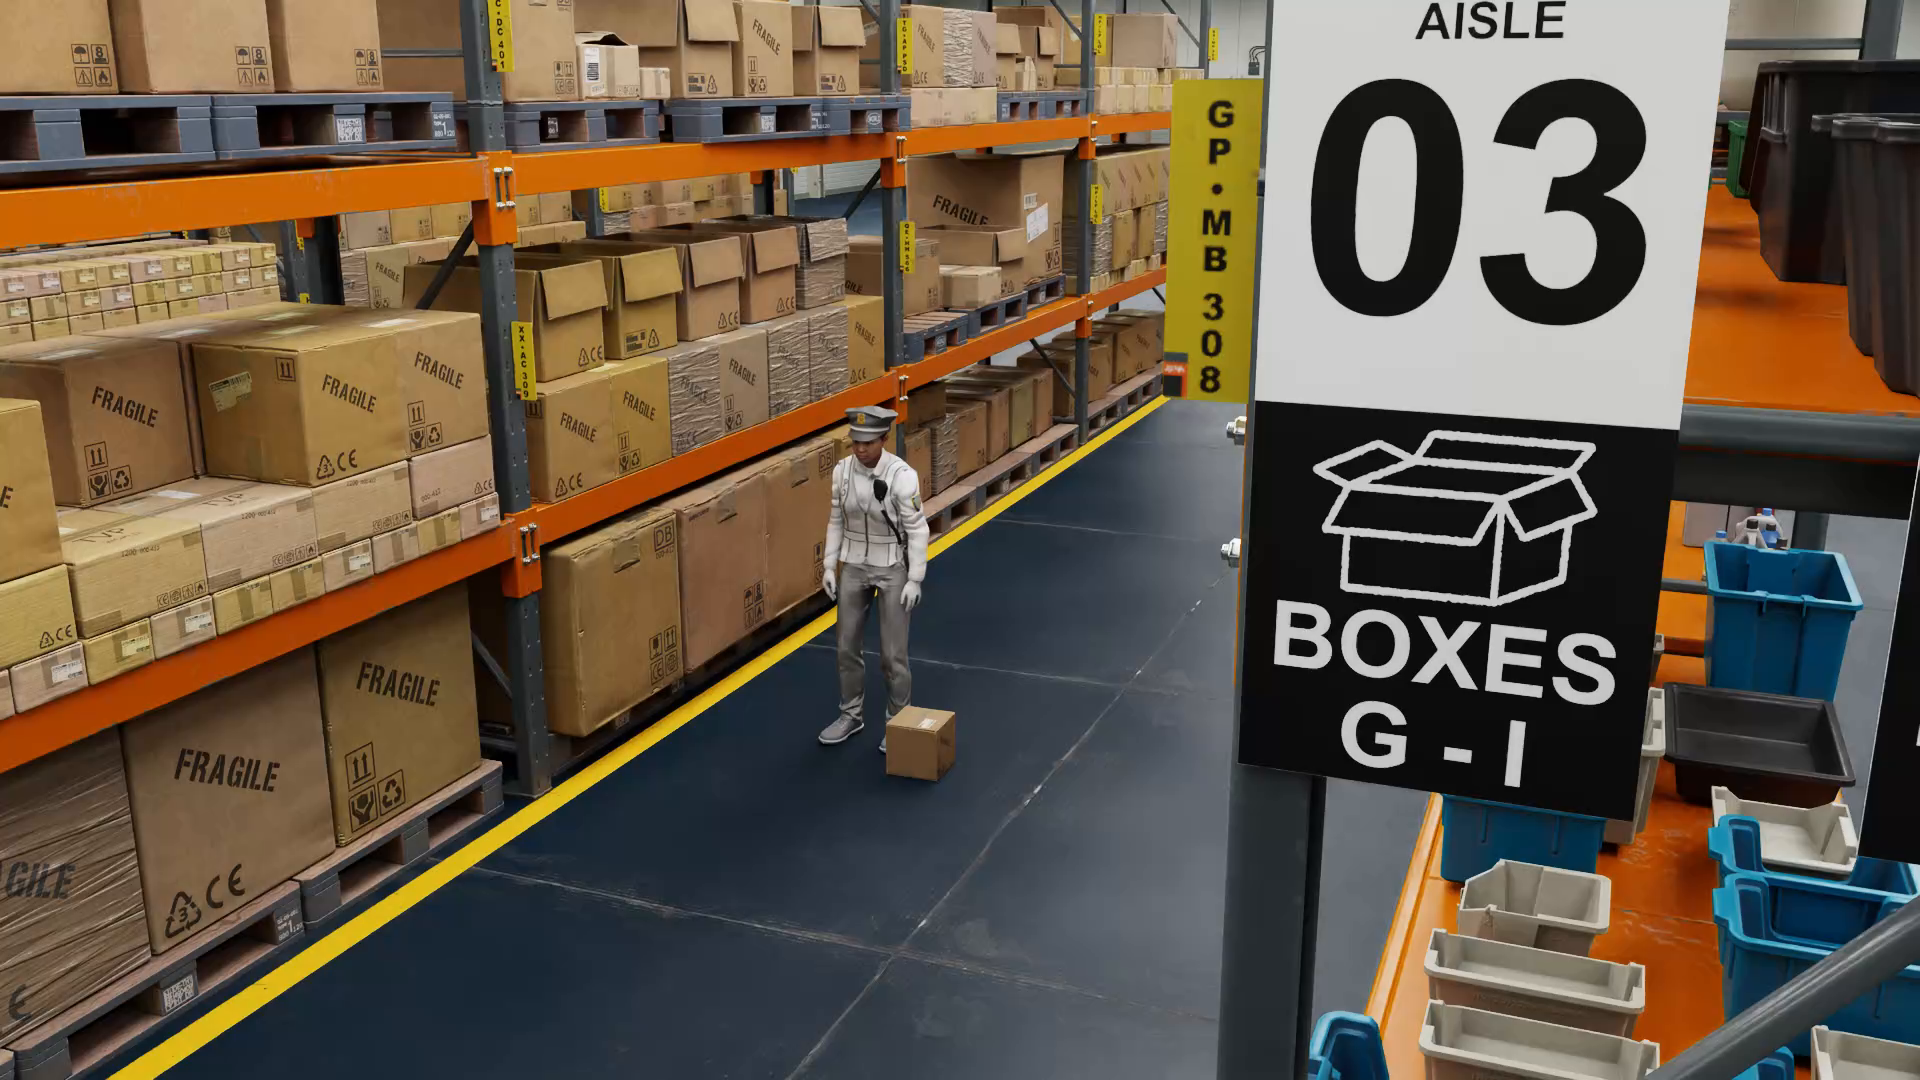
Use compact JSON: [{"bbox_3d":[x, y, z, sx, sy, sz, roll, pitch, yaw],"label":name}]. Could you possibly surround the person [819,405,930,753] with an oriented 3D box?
[{"bbox_3d":[-0.406,0.173,7.896,0.529,1.663,0.374,7,17,22],"label":"person"}]
